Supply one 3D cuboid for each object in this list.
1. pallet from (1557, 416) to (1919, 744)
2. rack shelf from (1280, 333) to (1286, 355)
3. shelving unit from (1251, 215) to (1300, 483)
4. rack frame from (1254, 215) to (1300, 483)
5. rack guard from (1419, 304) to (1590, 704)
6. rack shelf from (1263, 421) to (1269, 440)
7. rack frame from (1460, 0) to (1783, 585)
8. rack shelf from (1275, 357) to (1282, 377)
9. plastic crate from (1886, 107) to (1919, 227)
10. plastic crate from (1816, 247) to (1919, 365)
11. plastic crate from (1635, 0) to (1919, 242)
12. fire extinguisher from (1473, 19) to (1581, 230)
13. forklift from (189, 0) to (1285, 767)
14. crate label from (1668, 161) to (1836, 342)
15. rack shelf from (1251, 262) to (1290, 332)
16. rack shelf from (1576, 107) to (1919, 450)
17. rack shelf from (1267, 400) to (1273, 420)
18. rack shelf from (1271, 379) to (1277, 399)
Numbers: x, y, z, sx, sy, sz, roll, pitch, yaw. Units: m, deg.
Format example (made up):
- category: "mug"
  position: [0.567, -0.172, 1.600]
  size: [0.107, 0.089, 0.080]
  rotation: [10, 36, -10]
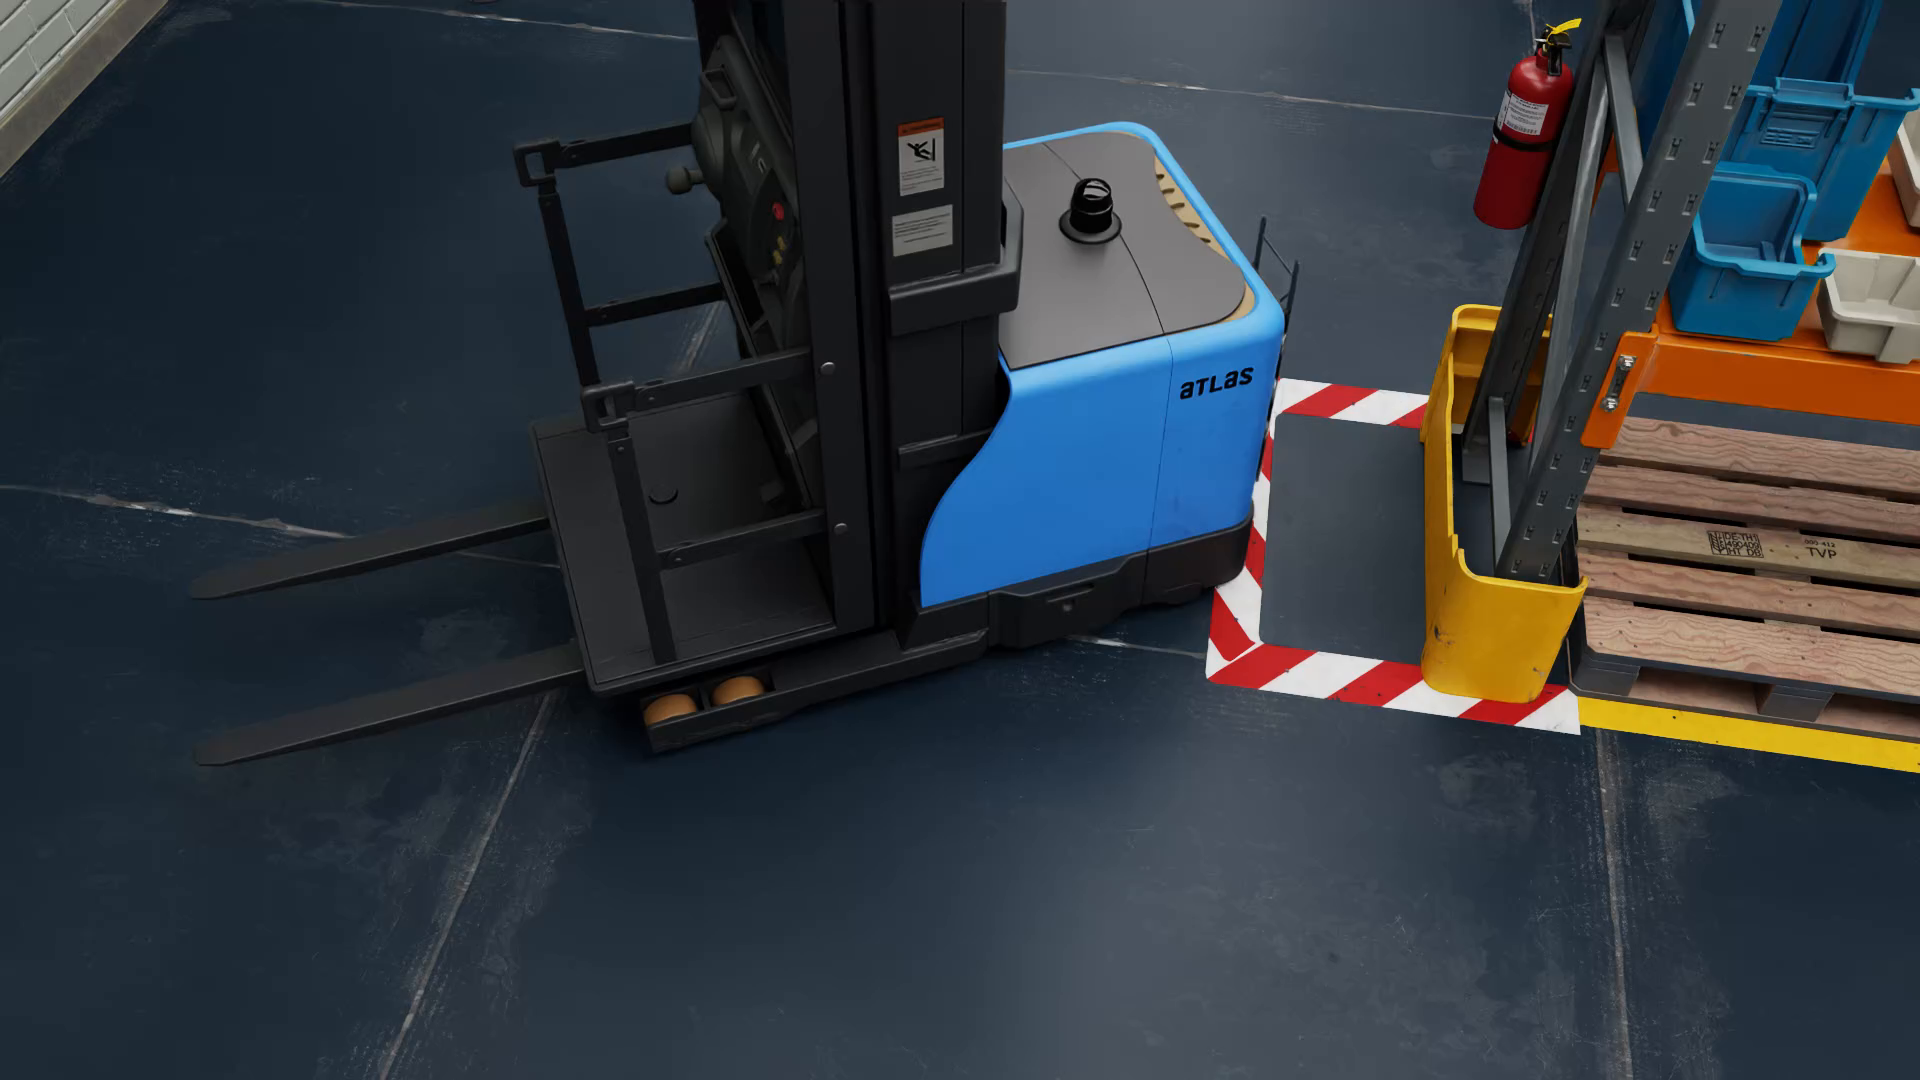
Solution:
- category: "pallet"
  position: [2.452, 0.094, 5.024]
  size: [1.213, 0.211, 1.003]
  rotation: [8, 49, 7]
- category: "rack shelf"
  position: [0.835, -0.646, 5.028]
  size: [0.200, 0.077, 0.258]
  rotation: [-14, 50, -12]
- category: "shelving unit"
  position: [0.835, -0.548, 5.137]
  size: [0.210, 0.900, 0.258]
  rotation: [-14, 50, -12]
- category: "rack frame"
  position: [0.931, -0.572, 5.159]
  size: [0.006, 0.900, 0.240]
  rotation: [-14, 50, -12]
- category: "rack guard"
  position: [1.621, -0.134, 5.034]
  size: [0.348, 0.500, 1.175]
  rotation: [8, 49, 7]
- category: "rack shelf"
  position: [0.835, -0.405, 5.296]
  size: [0.200, 0.077, 0.258]
  rotation: [-14, 50, -12]
- category: "rack frame"
  position: [1.647, -0.976, 4.110]
  size: [0.127, 3.000, 1.000]
  rotation: [8, 49, 7]
- category: "rack shelf"
  position: [0.835, -0.586, 5.095]
  size: [0.200, 0.077, 0.258]
  rotation: [-14, 50, -12]
- category: "plastic crate"
  position: [2.482, -0.932, 4.208]
  size: [0.243, 0.136, 0.396]
  rotation: [8, 49, 7]
- category: "plastic crate"
  position: [2.132, -0.531, 3.847]
  size: [0.298, 0.136, 0.250]
  rotation: [8, 49, 7]
- category: "plastic crate"
  position: [2.010, -1.100, 4.158]
  size: [0.499, 0.435, 0.616]
  rotation: [8, 49, 7]
- category: "fire extinguisher"
  position: [1.579, -1.178, 4.594]
  size: [0.183, 0.674, 0.296]
  rotation: [8, 49, 7]
- category: "forklift"
  position: [-0.702, -0.831, 4.027]
  size: [3.031, 2.935, 1.130]
  rotation: [-14, 50, -12]
- category: "crate label"
  position: [1.831, -0.666, 3.904]
  size: [0.303, 0.233, 0.416]
  rotation: [8, 49, 7]
- category: "rack shelf"
  position: [0.835, -0.706, 4.961]
  size: [0.200, 0.077, 0.258]
  rotation: [-14, 50, -12]
- category: "rack shelf"
  position: [3.615, -0.471, 4.140]
  size: [4.000, 0.370, 1.077]
  rotation: [8, 49, 7]
- category: "rack shelf"
  position: [0.835, -0.465, 5.229]
  size: [0.200, 0.077, 0.258]
  rotation: [-14, 50, -12]
- category: "rack shelf"
  position: [0.835, -0.526, 5.162]
  size: [0.200, 0.077, 0.258]
  rotation: [-14, 50, -12]
